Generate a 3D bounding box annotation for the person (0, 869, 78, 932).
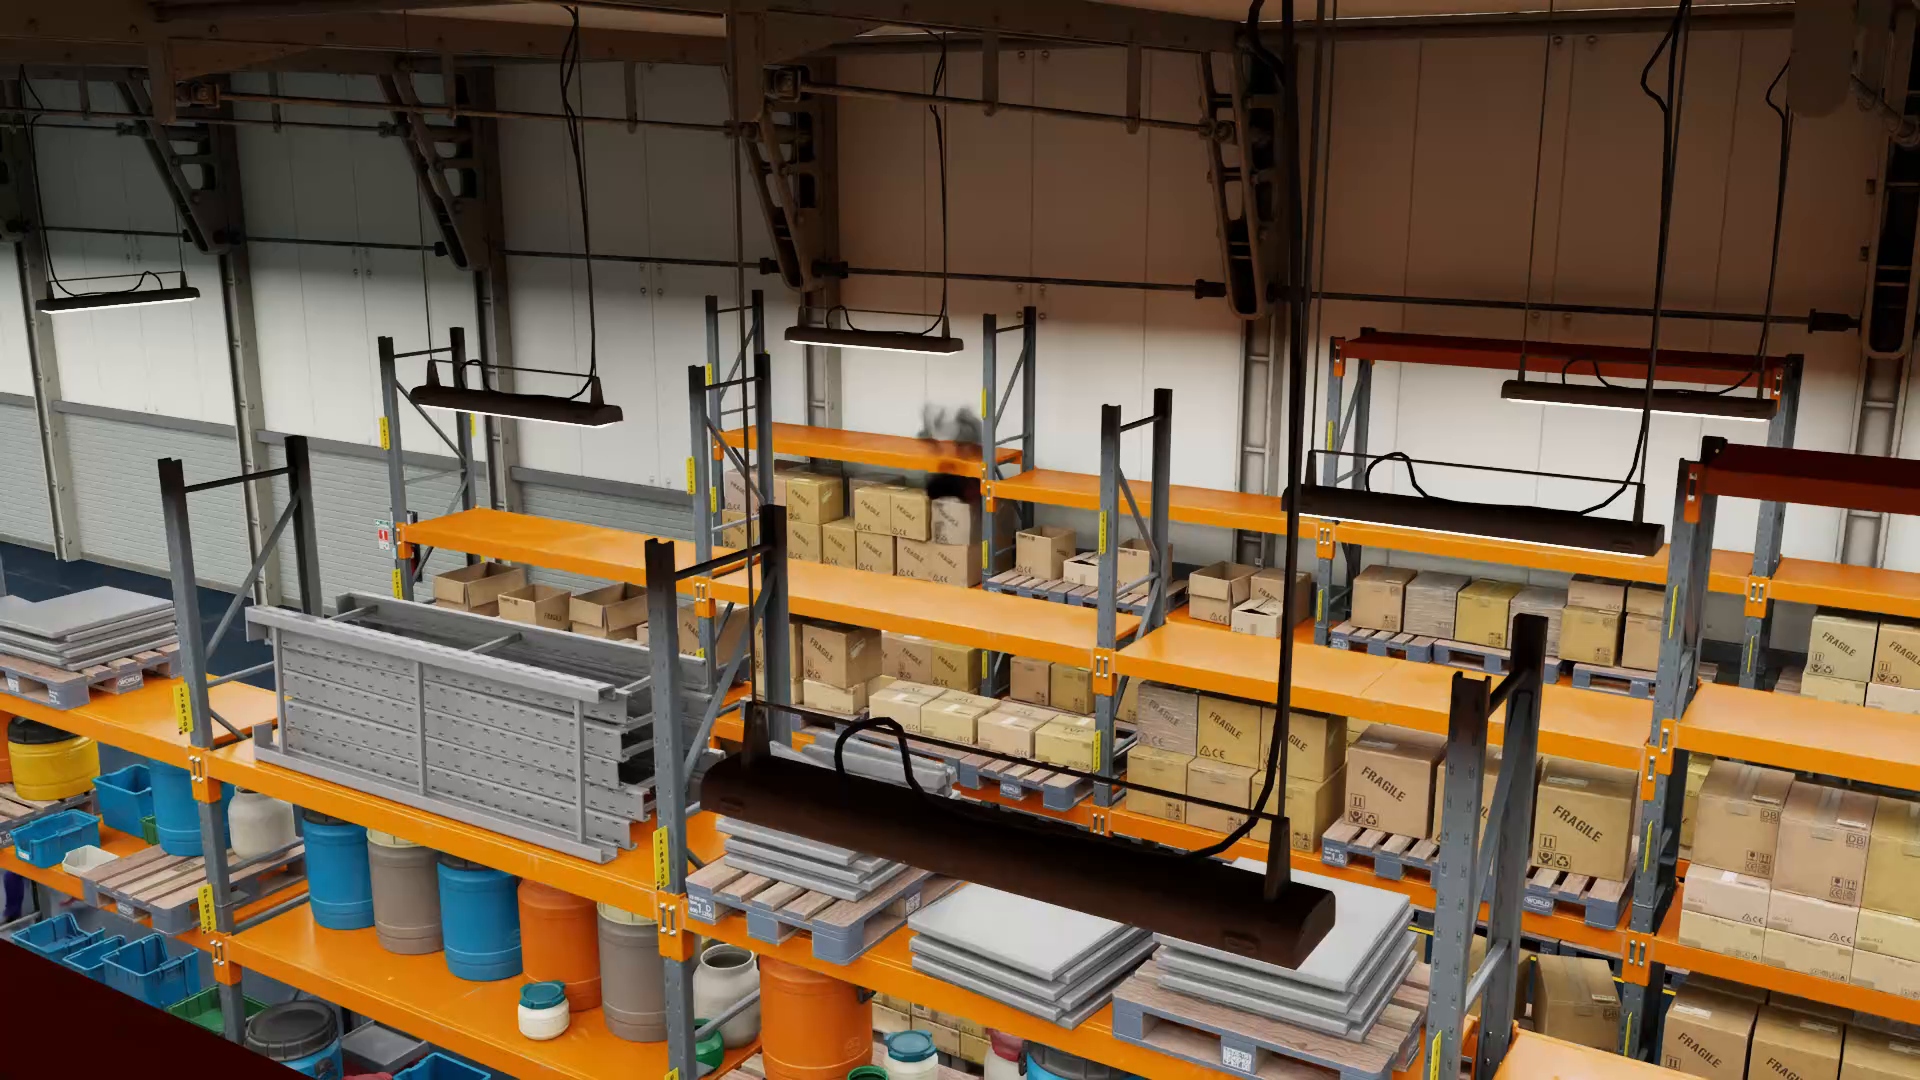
[{"bbox_3d":[-9.554,3.155,17.131,0.894,1.670,0.608,-7,15,-26],"label":"person"}]
